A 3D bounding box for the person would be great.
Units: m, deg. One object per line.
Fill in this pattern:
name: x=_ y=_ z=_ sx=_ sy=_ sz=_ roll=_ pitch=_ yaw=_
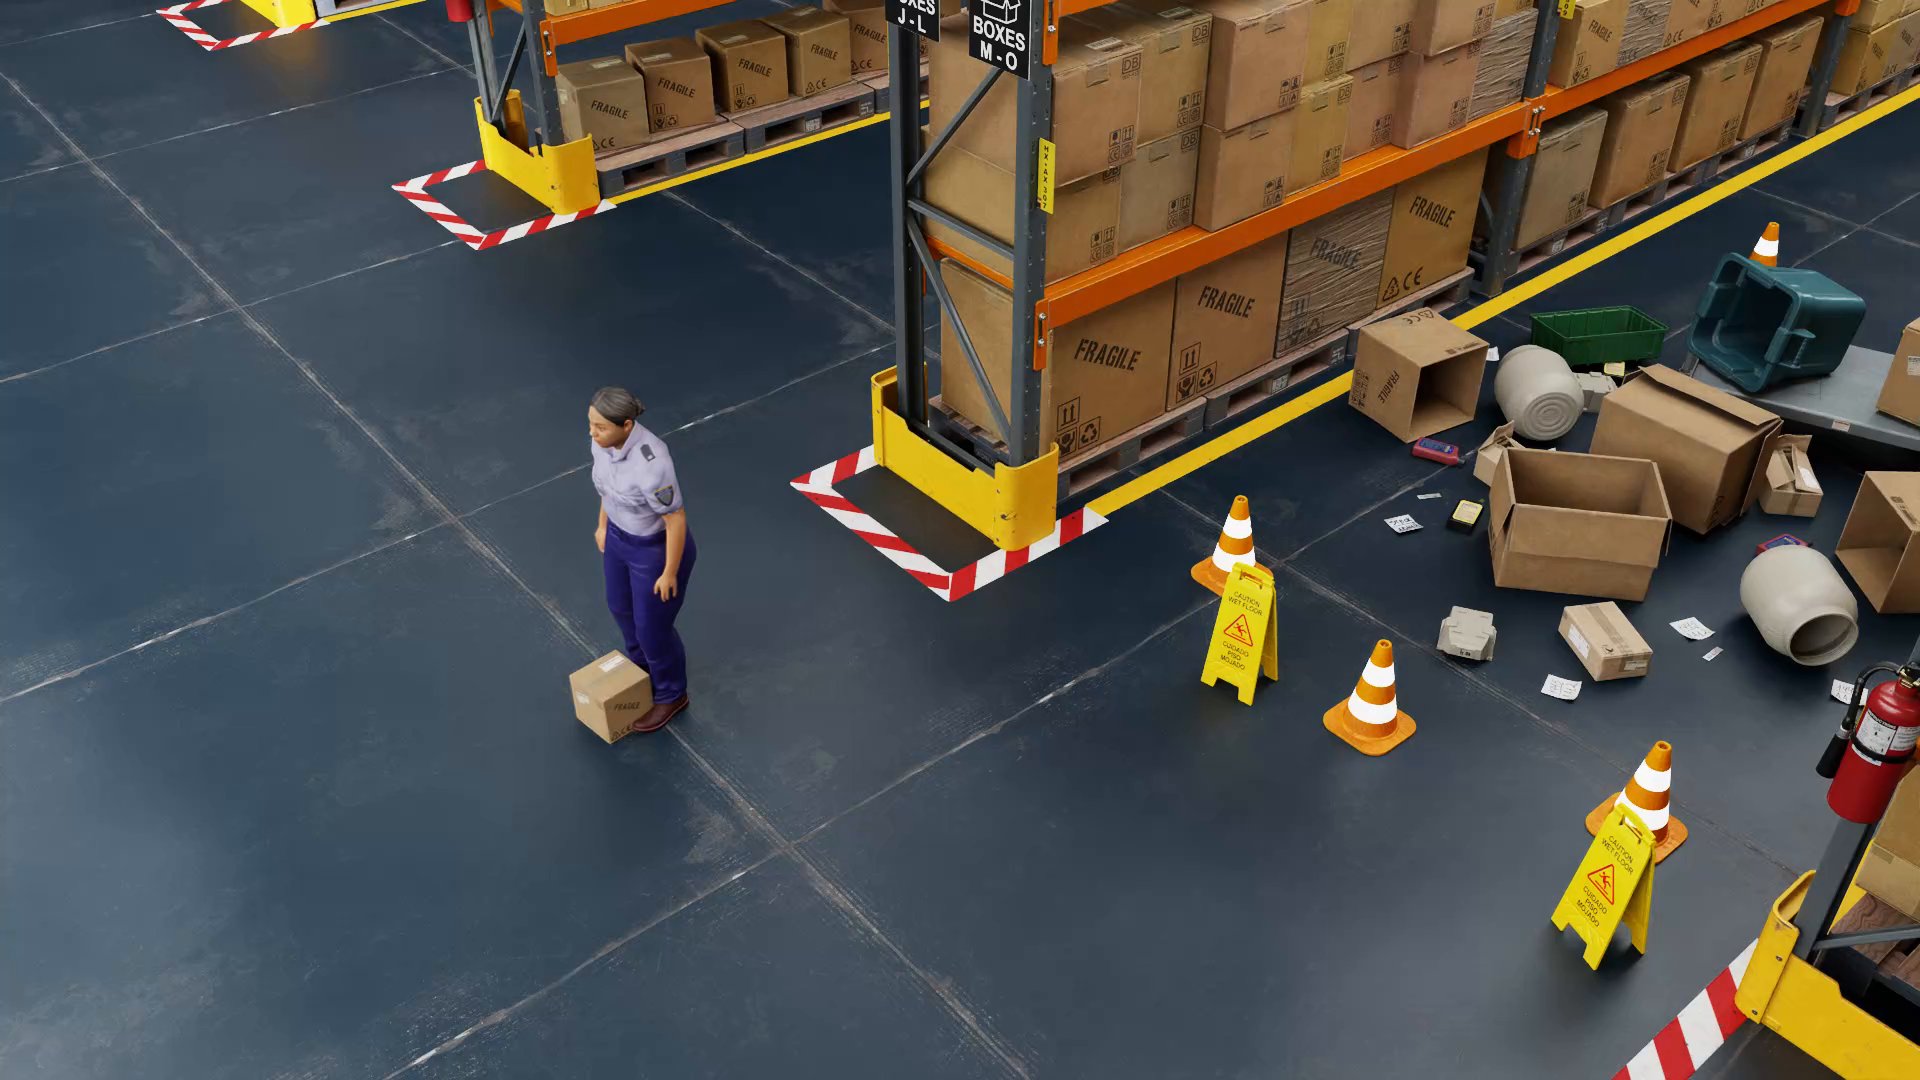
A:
person: x=-1.363 y=0.046 z=7.019 sx=0.418 sy=1.653 sz=0.562 roll=-29 pitch=45 yaw=-33
